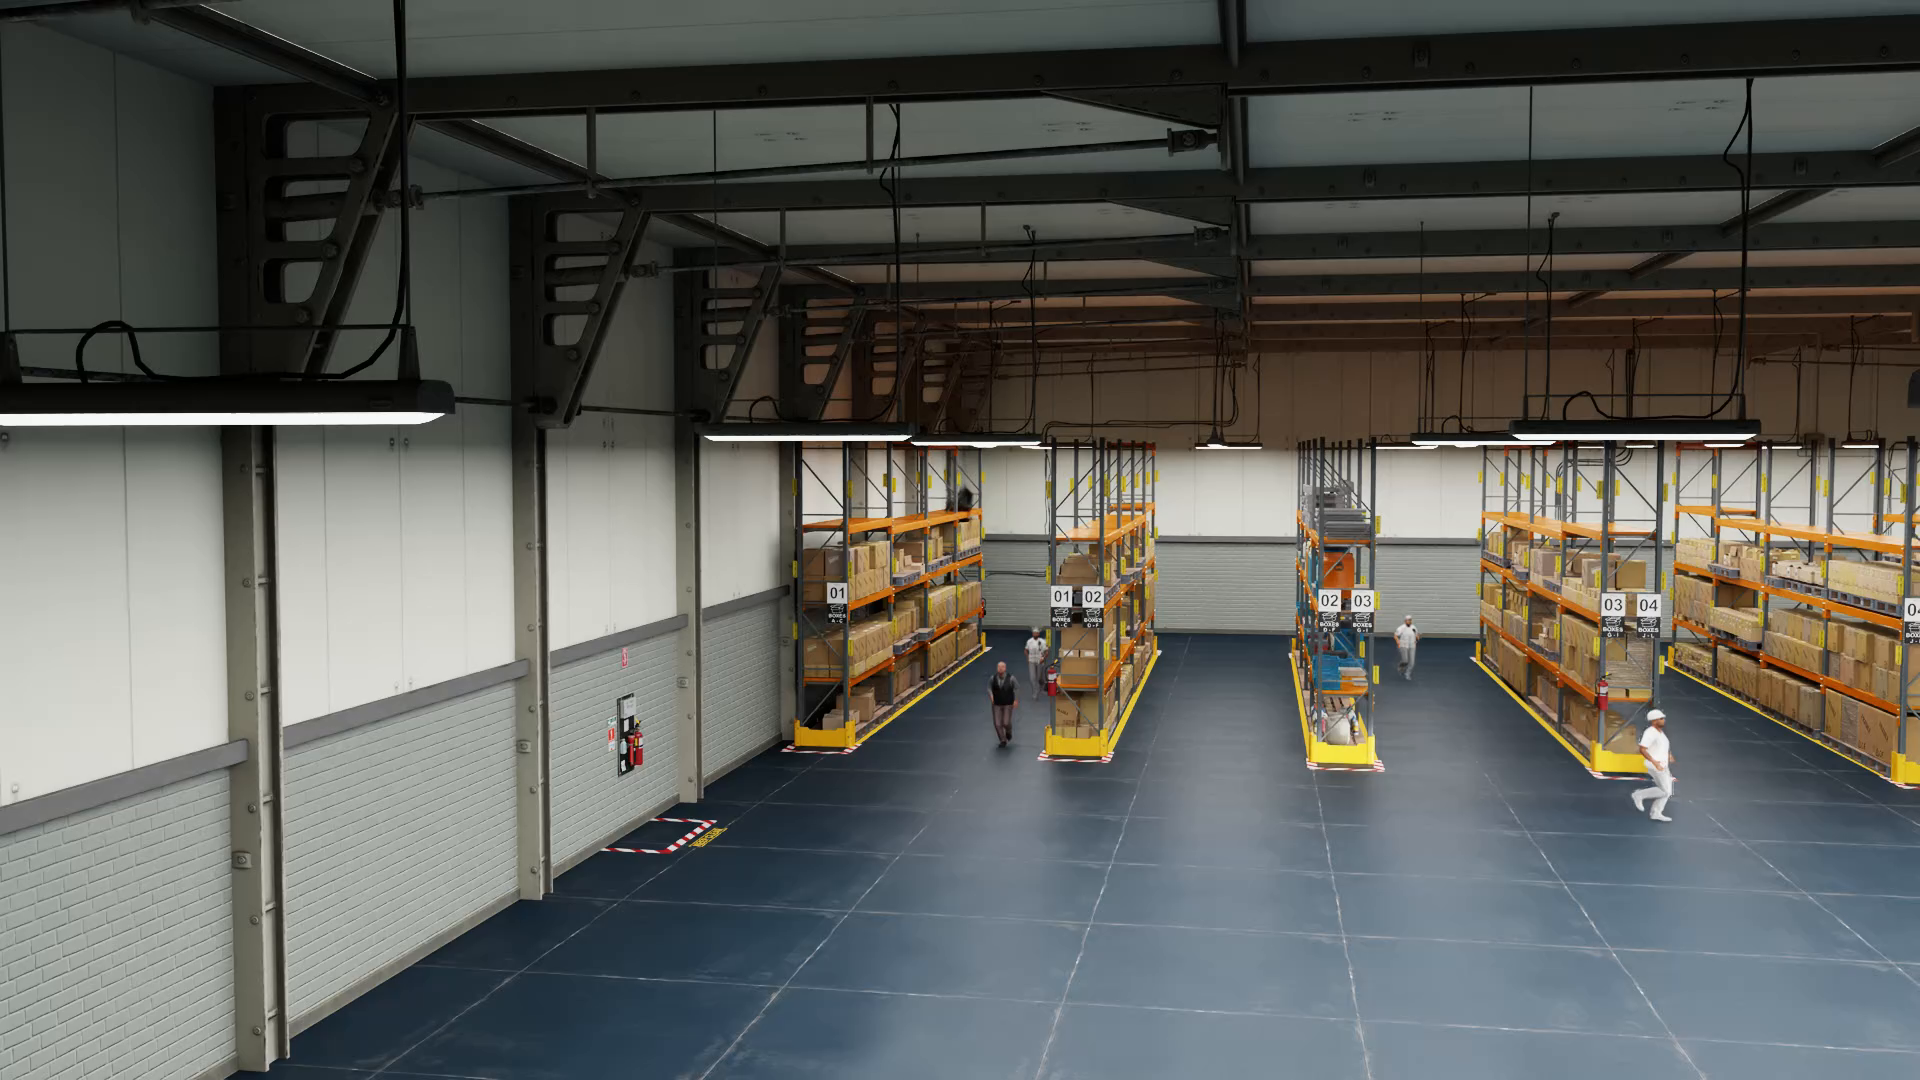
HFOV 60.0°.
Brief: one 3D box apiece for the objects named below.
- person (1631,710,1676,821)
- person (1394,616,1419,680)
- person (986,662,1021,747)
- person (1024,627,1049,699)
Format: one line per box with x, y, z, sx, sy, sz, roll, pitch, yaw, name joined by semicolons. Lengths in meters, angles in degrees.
10.786;3.496;25.858;0.589;1.719;0.702;2;4;35;person
11.254;2.709;41.787;0.608;1.622;0.549;0;3;-2;person
0.820;3.193;32.176;0.660;1.664;0.589;1;3;13;person
1.778;2.837;38.737;0.596;1.656;0.715;1;3;12;person
